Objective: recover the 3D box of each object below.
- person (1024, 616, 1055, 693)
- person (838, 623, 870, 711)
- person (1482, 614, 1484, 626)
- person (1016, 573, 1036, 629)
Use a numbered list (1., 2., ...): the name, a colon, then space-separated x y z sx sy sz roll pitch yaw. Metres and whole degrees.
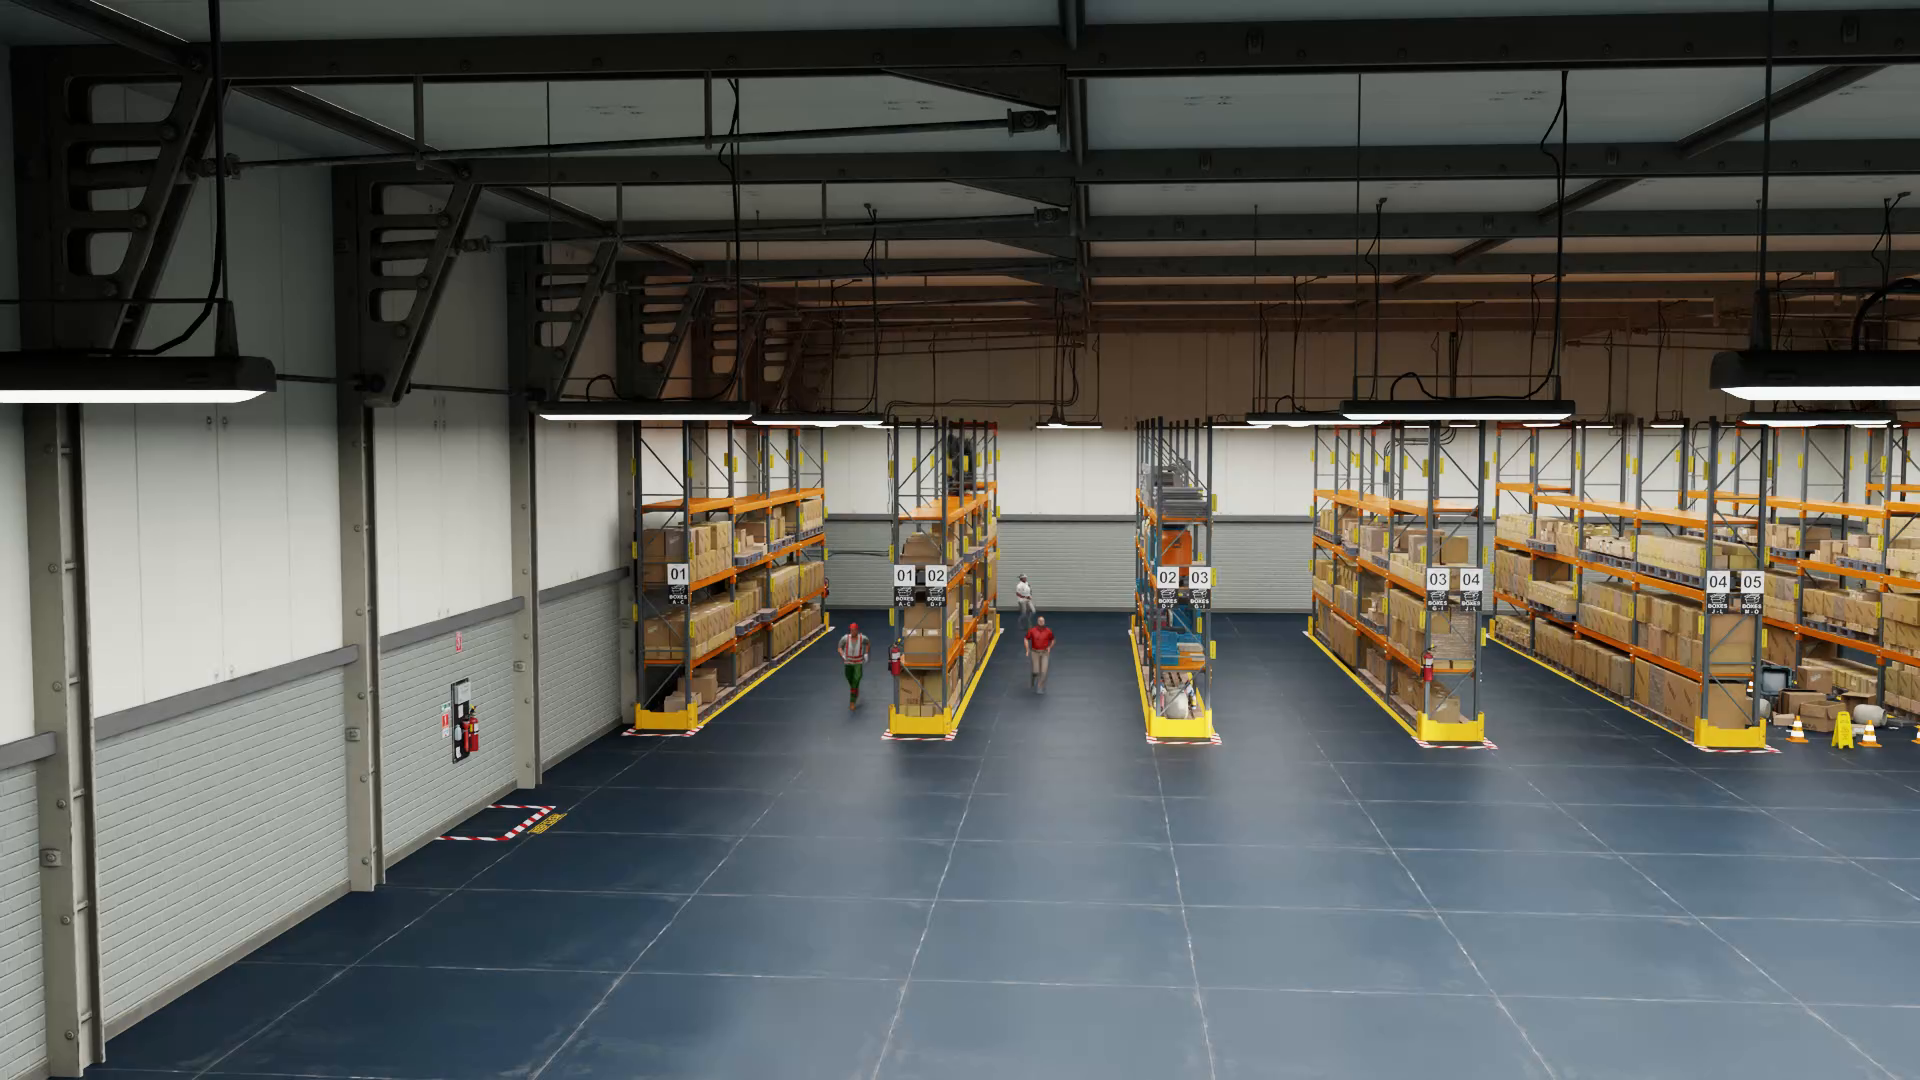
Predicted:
1. person: 1.761 2.514 36.449 0.677 1.679 0.604 0 4 -4
2. person: -2.205 2.587 34.592 0.660 1.774 1.134 0 4 3
3. person: 12.500 2.268 40.523 0.586 1.613 0.575 0 4 0
4. person: 1.849 1.777 47.867 0.644 1.684 0.587 4 5 44
